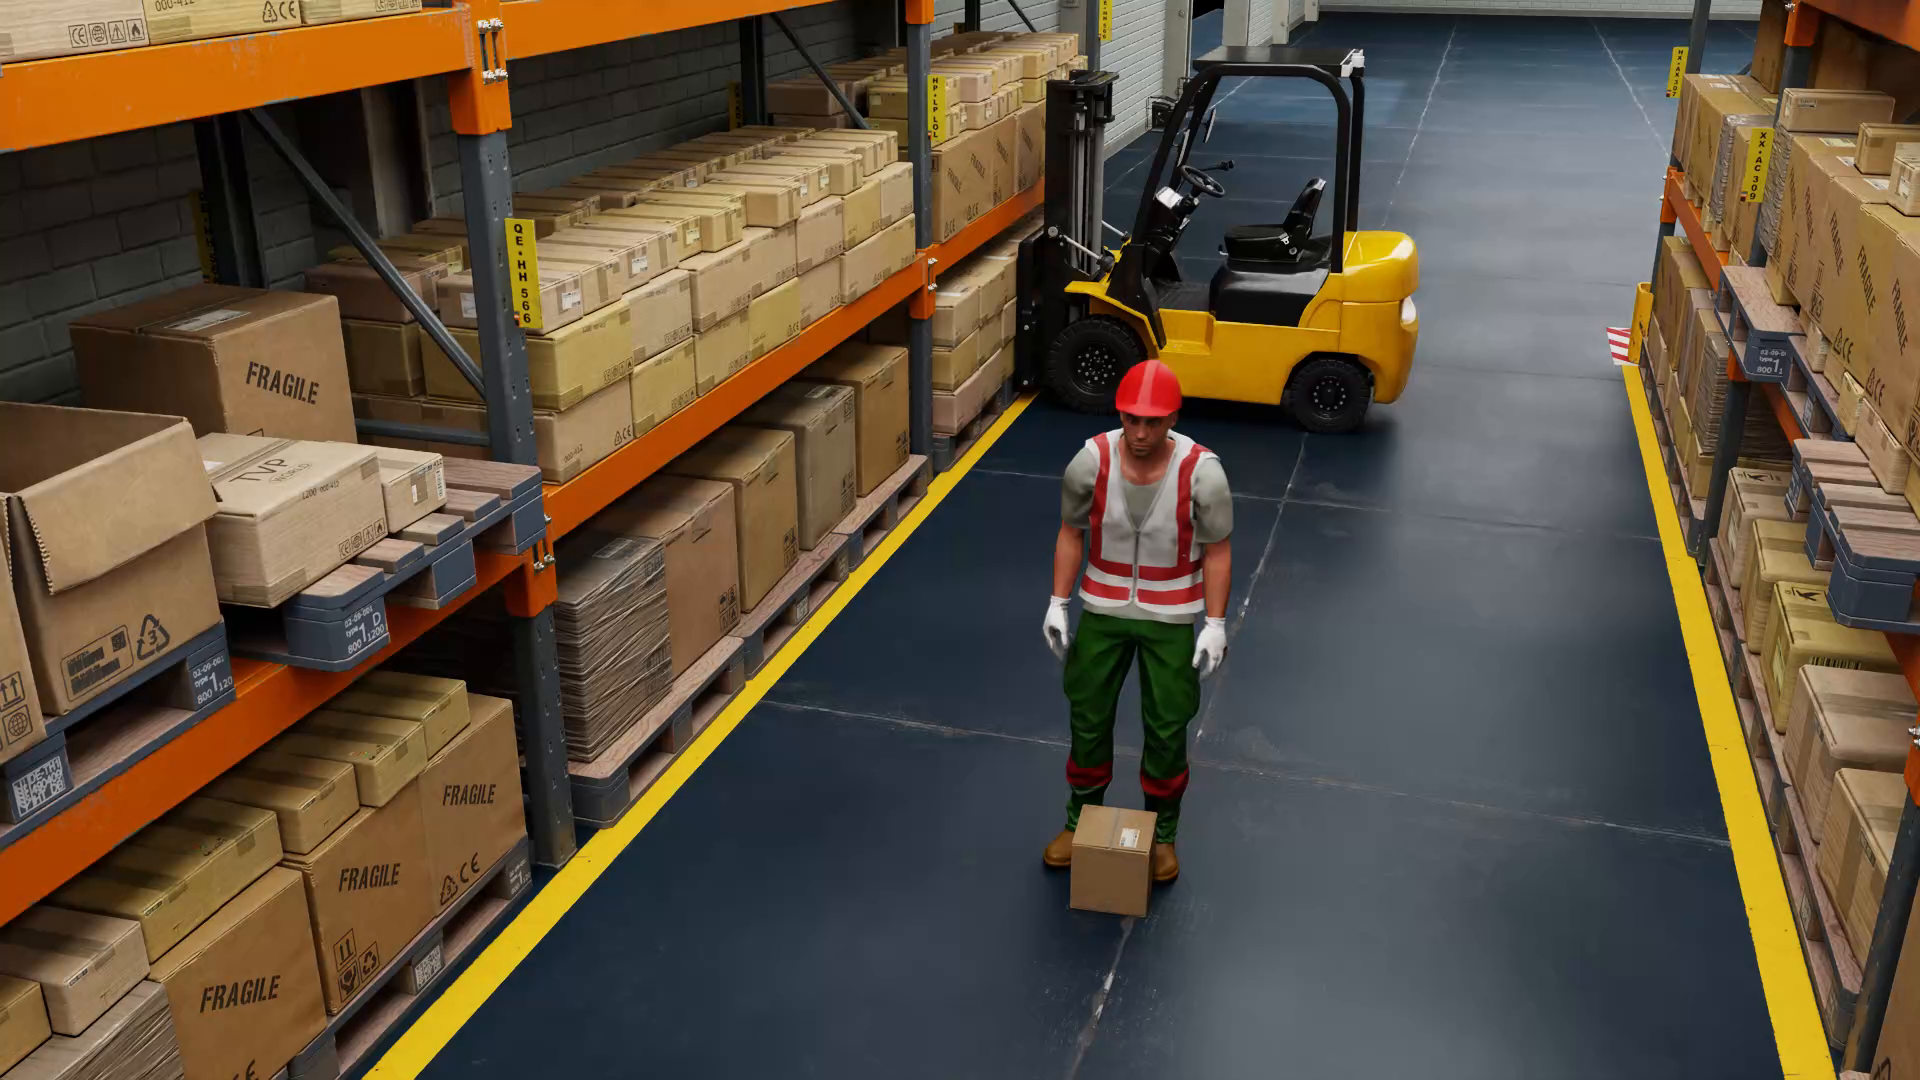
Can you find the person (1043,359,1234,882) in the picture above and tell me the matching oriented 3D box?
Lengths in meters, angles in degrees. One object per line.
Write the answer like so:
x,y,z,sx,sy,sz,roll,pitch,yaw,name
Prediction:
0.573,0.265,5.401,0.608,1.780,0.448,7,23,16,person
